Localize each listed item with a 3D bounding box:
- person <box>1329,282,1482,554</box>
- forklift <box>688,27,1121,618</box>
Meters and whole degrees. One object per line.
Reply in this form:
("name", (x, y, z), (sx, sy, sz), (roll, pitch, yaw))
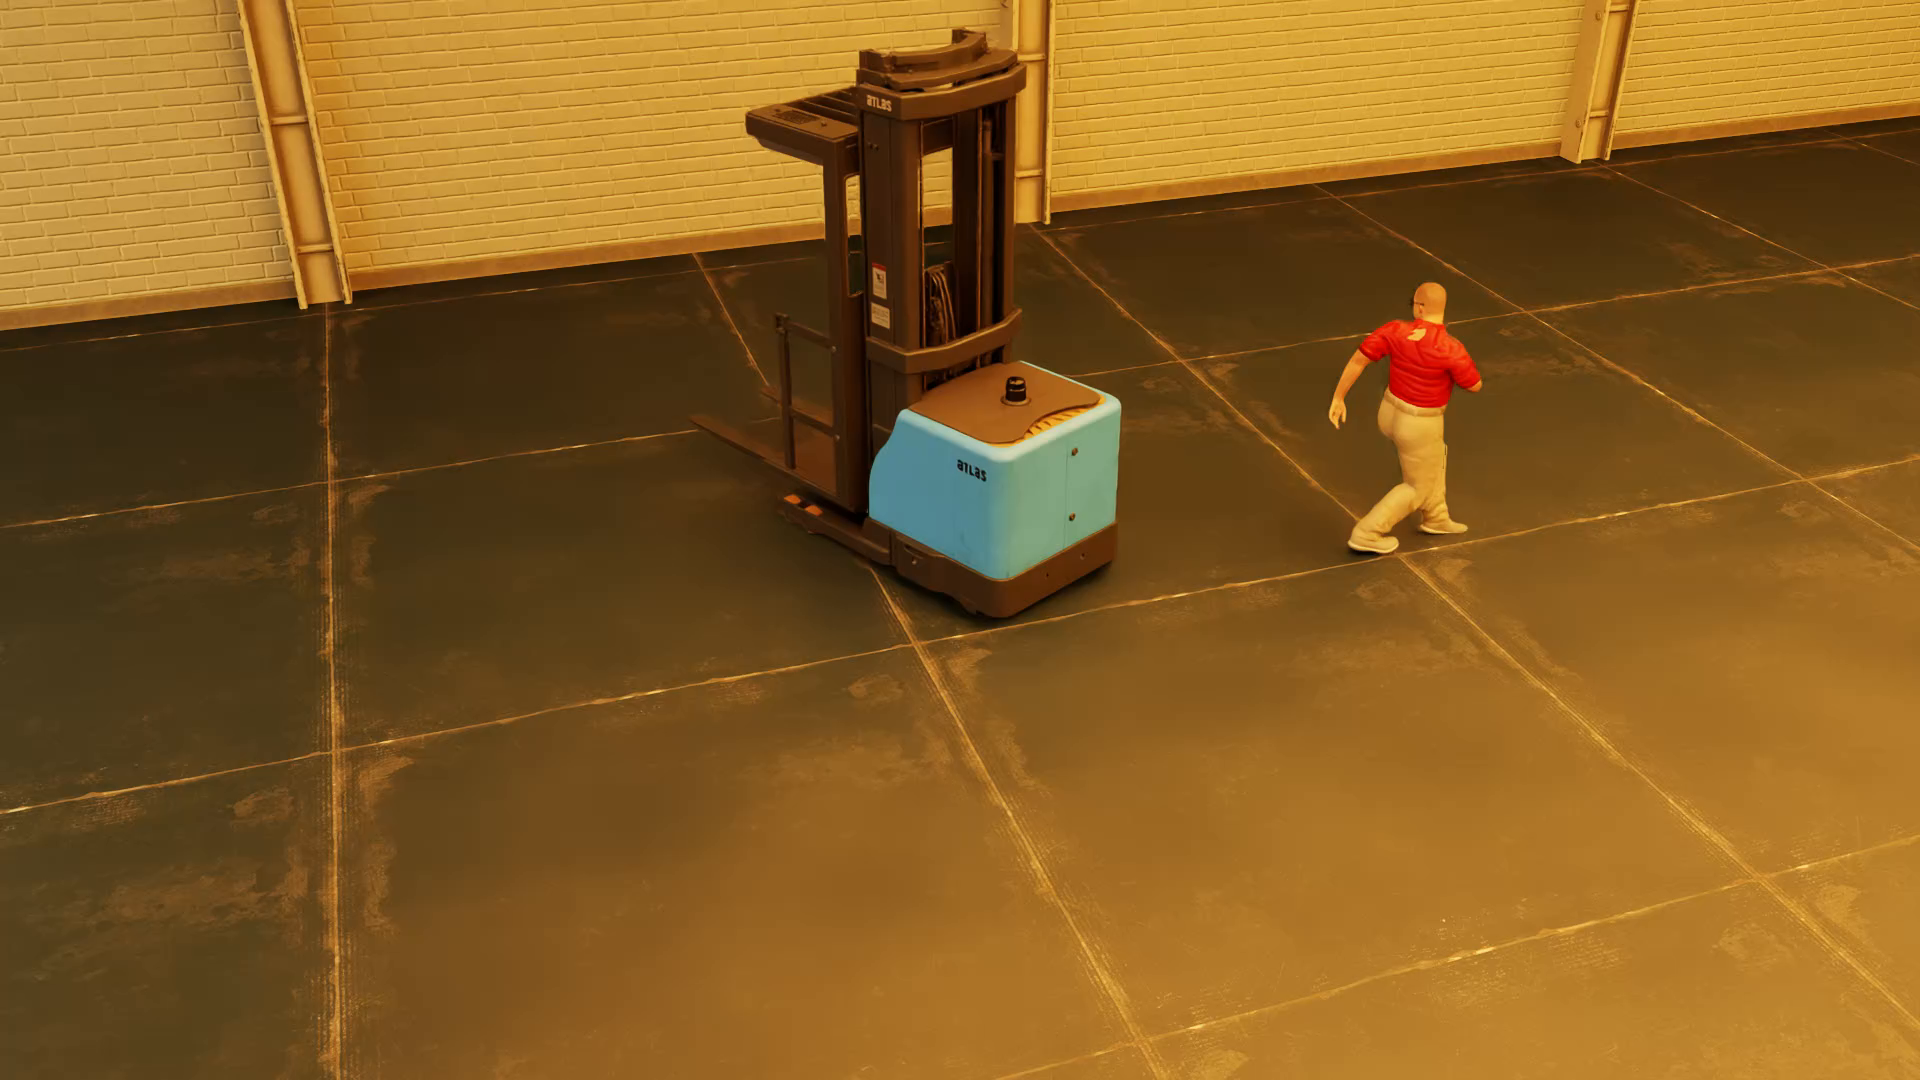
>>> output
("person", (2.652, -0.690, 9.620), (0.969, 1.678, 0.556), (-13, 32, -22))
("forklift", (-0.488, -1.475, 9.650), (3.031, 2.935, 1.130), (26, 39, 38))
